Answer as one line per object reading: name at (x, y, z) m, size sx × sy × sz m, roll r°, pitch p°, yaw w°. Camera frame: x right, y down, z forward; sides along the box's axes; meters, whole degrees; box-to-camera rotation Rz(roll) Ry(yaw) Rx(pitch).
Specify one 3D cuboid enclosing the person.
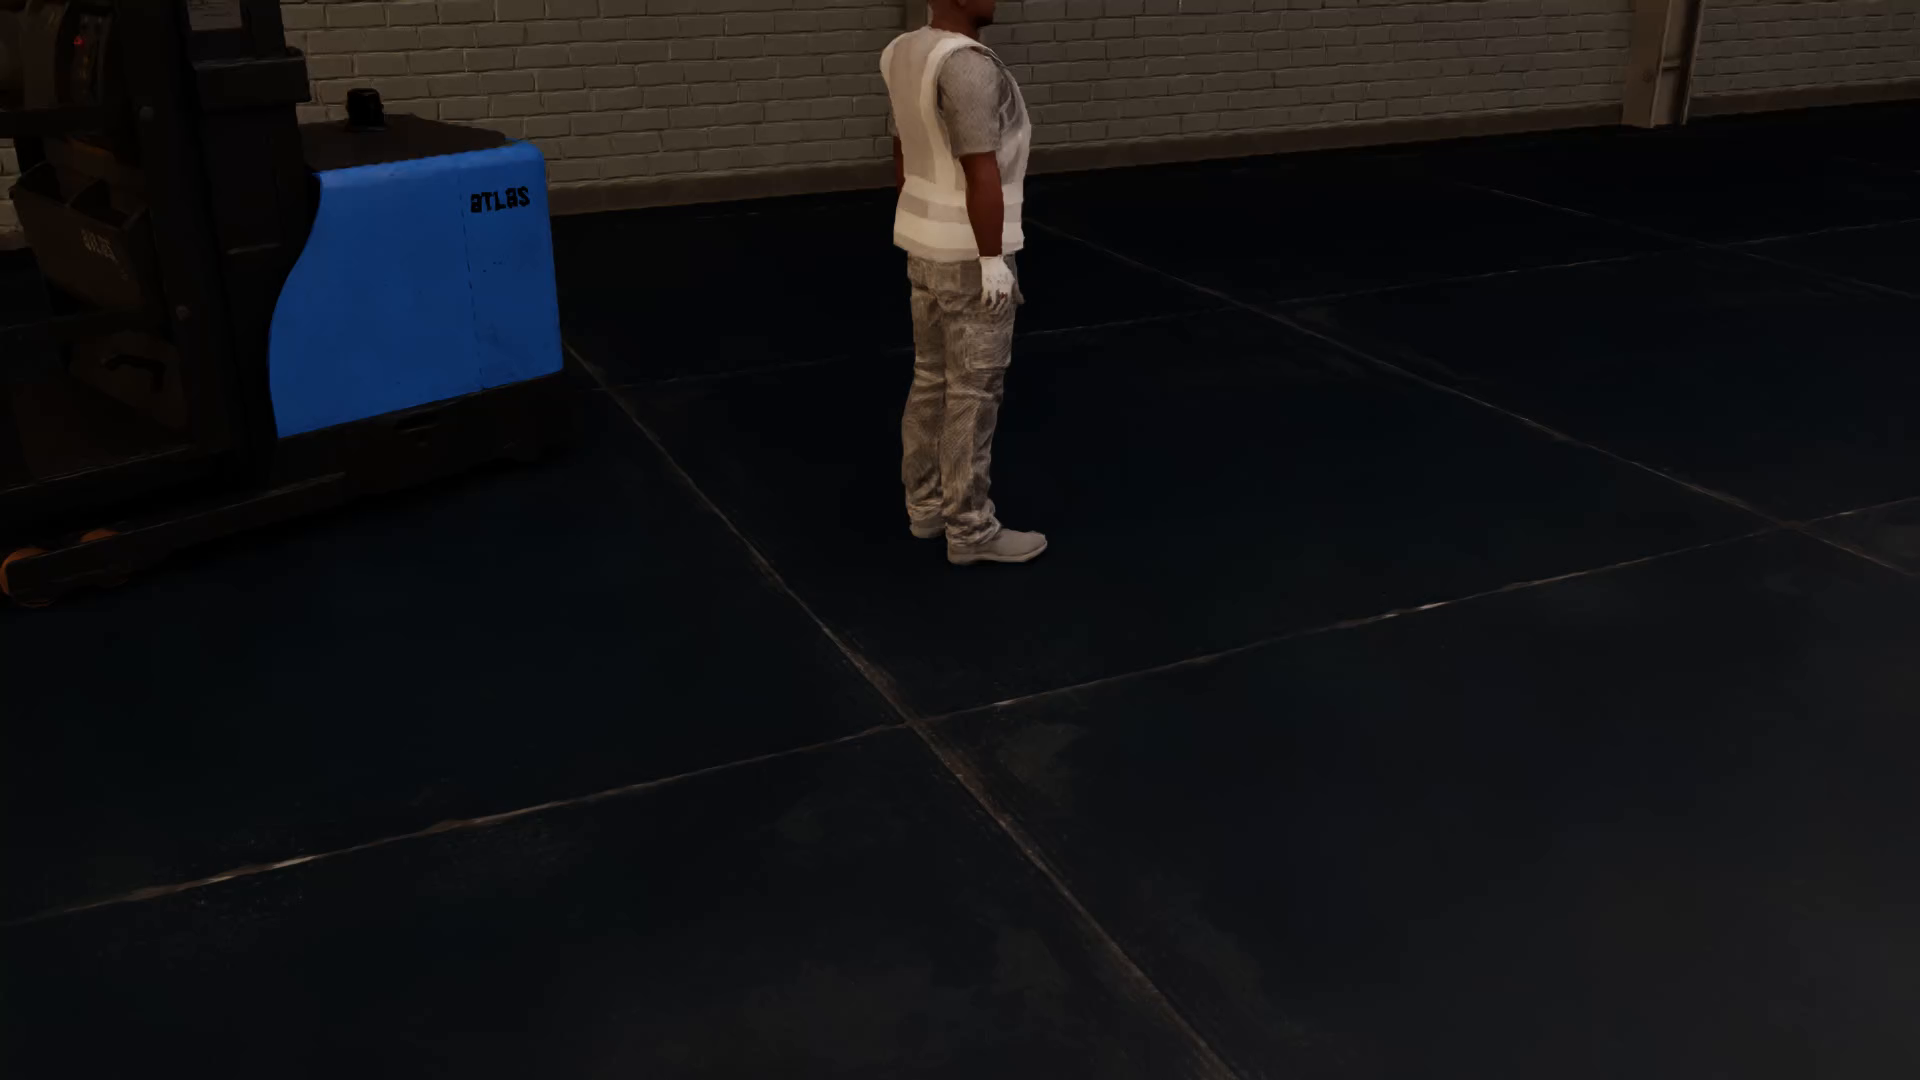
person at (0.012, -0.828, 4.770) m, size 0.365 × 1.790 × 0.546 m, roll -10°, pitch 25°, yaw -23°

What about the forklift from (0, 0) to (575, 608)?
forklift at (-2.744, -1.387, 4.624) m, size 1.130 × 2.935 × 3.031 m, roll 21°, pitch 30°, yaw 41°
